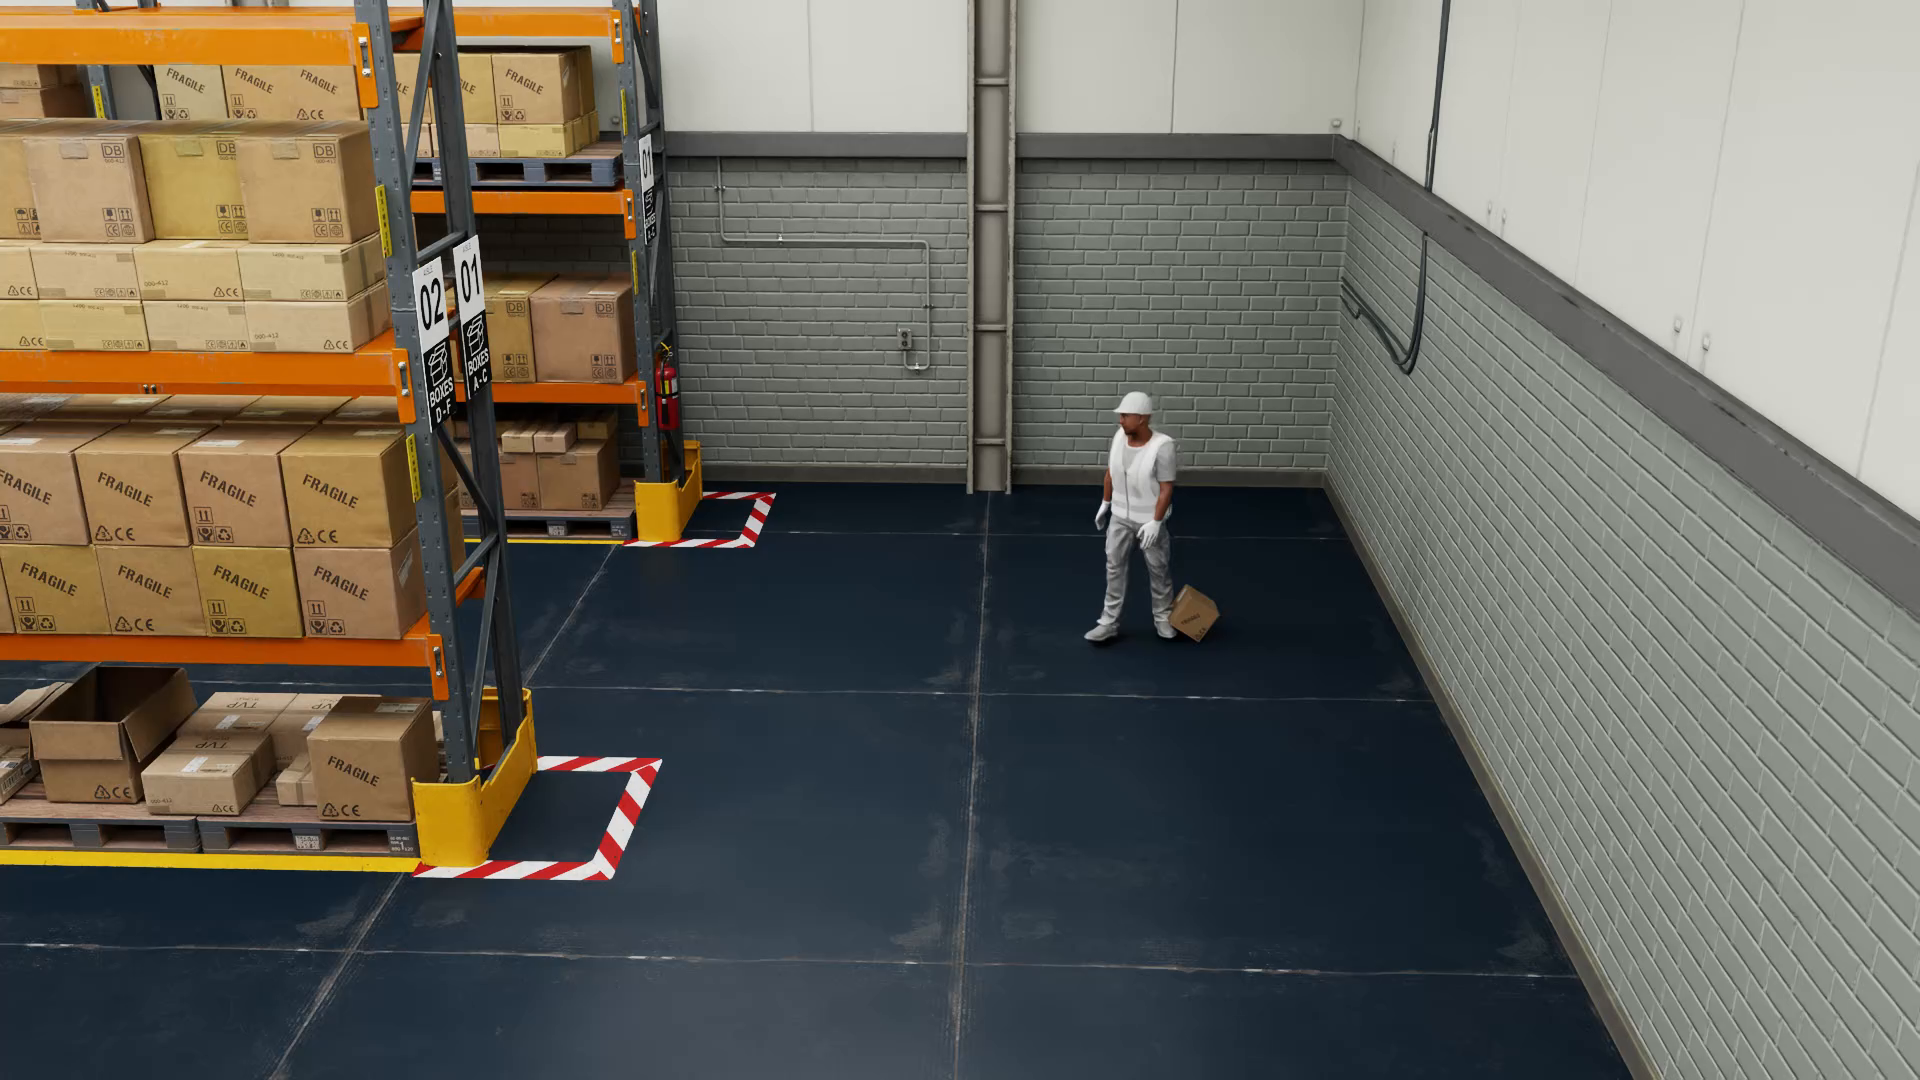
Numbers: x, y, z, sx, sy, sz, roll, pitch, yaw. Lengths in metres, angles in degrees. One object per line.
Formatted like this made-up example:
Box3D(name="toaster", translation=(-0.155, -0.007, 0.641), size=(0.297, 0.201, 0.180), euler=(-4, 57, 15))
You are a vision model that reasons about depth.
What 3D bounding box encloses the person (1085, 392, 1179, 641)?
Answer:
Box3D(name="person", translation=(1.184, -0.155, 11.409), size=(0.638, 1.780, 0.653), euler=(16, 26, 36))
